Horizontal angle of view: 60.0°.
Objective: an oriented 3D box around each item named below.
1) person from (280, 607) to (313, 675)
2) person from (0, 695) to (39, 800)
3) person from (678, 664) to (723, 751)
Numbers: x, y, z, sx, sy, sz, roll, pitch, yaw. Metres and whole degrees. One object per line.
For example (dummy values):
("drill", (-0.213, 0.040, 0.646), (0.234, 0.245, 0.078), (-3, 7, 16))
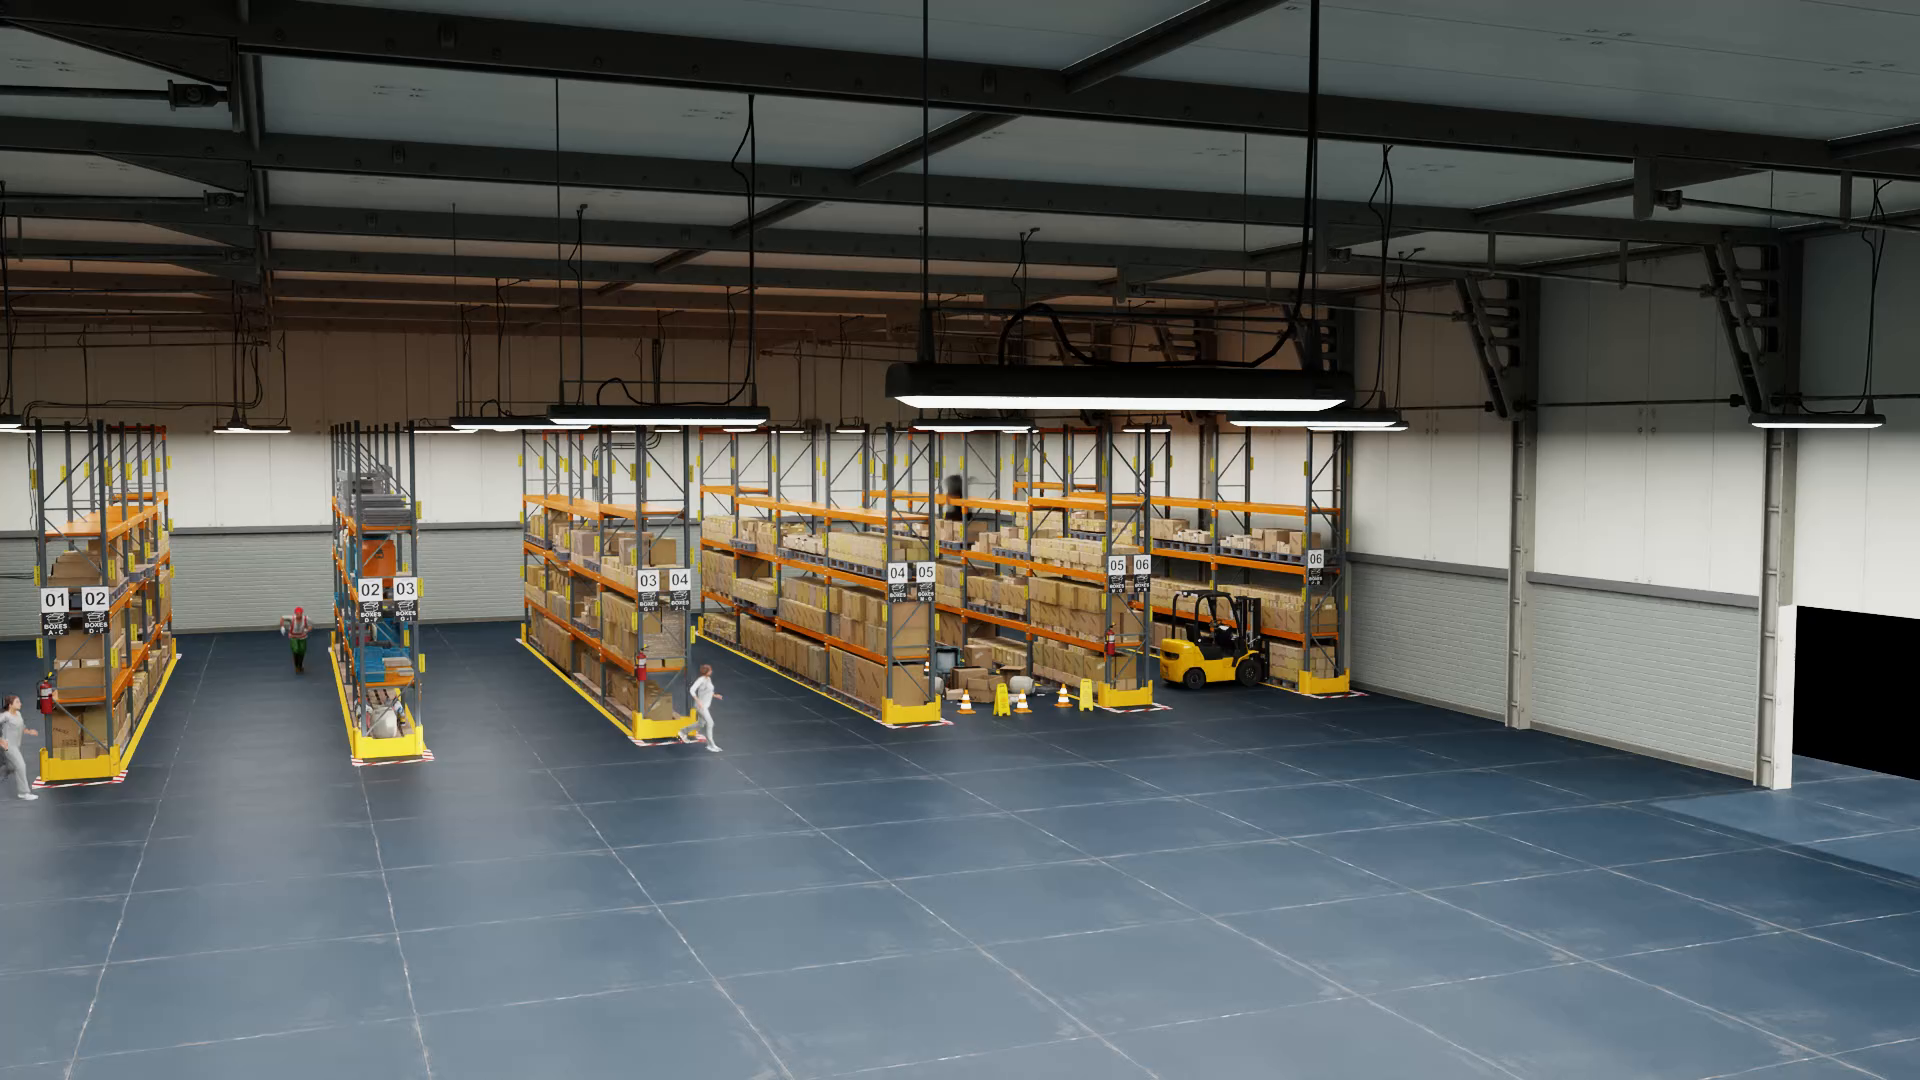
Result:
("person", (-15.948, 2.412, 39.991), (0.716, 1.667, 0.975), (-2, 4, -25))
("person", (-15.006, 3.264, 26.167), (0.934, 1.661, 0.546), (0, 4, -2))
("person", (-4.758, 3.045, 30.284), (0.844, 1.594, 0.519), (1, 4, 10))
